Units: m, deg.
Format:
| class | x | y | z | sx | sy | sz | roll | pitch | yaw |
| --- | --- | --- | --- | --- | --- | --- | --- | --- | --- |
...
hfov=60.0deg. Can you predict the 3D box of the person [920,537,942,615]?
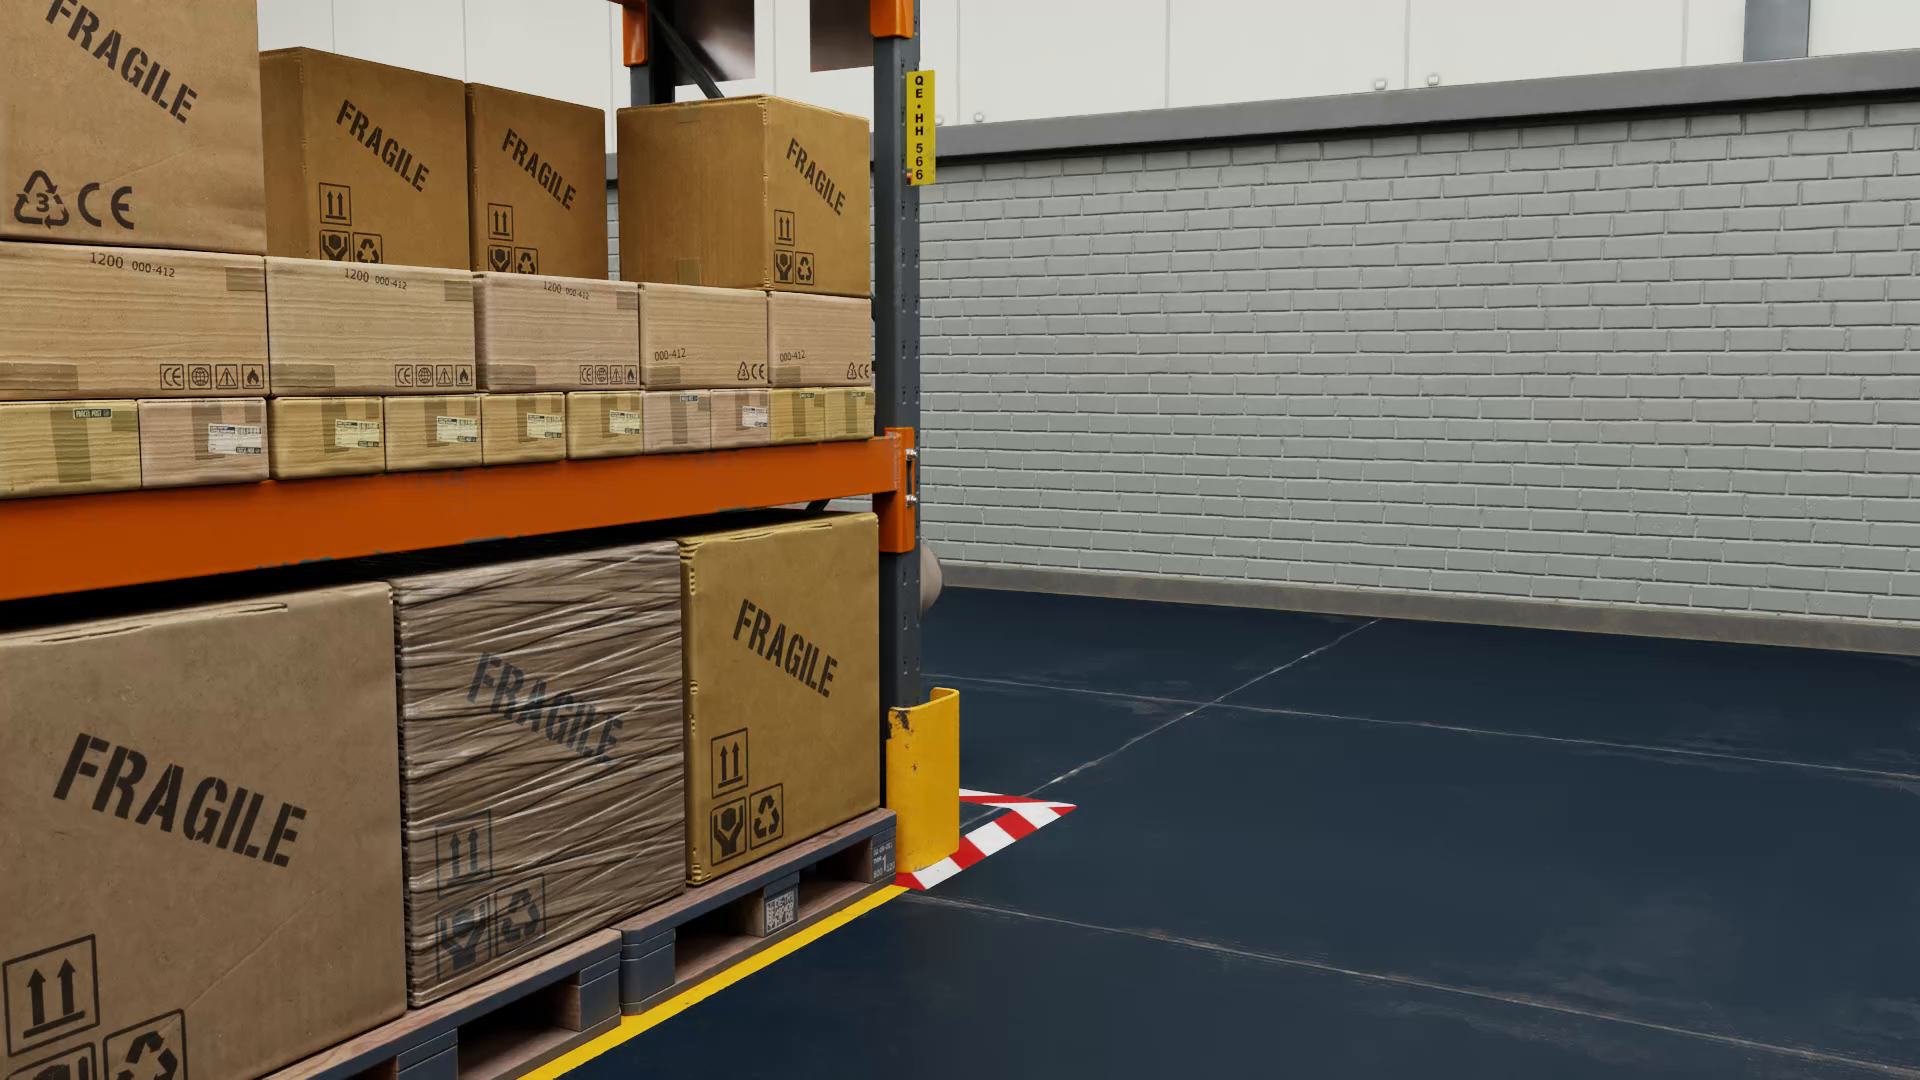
| class | x | y | z | sx | sy | sz | roll | pitch | yaw |
| --- | --- | --- | --- | --- | --- | --- | --- | --- | --- |
| person | -0.552 | 0.390 | 6.442 | 0.955 | 0.907 | 0.533 | 2 | 6 | 19 |
